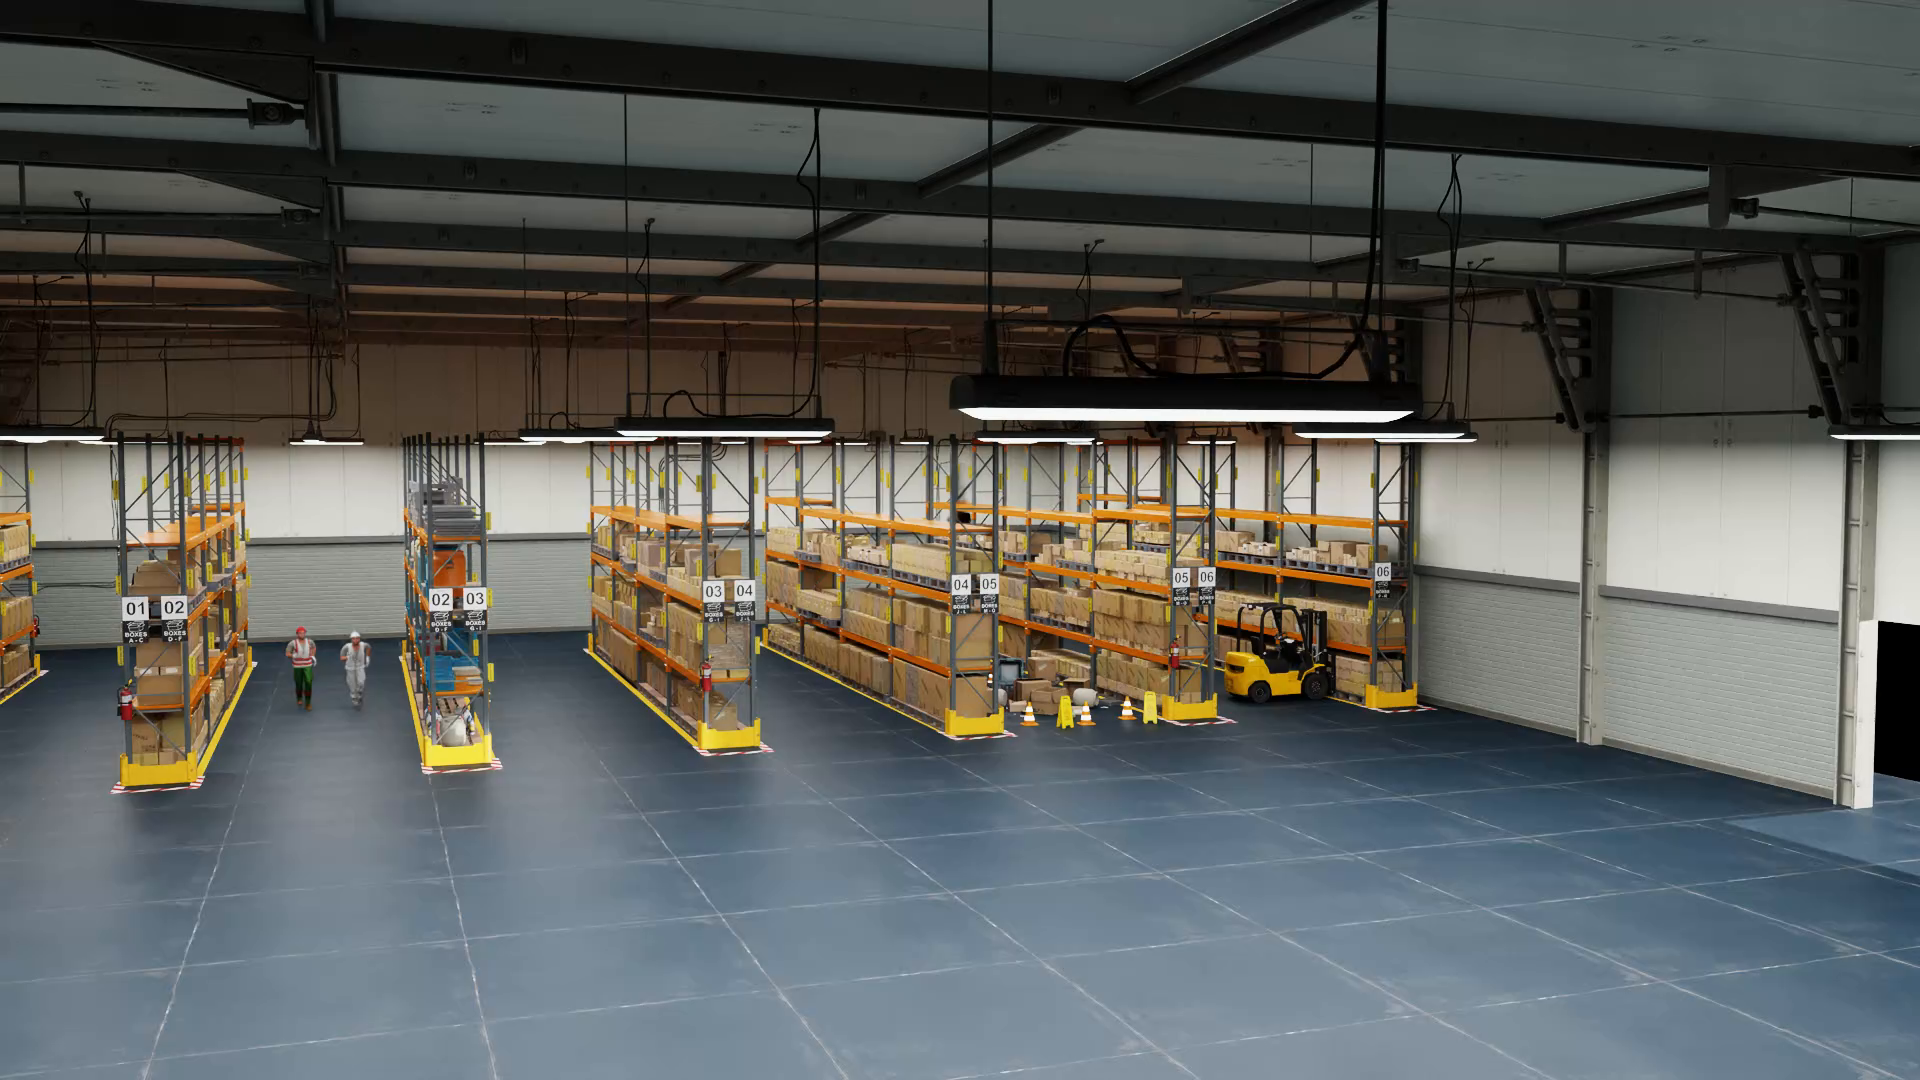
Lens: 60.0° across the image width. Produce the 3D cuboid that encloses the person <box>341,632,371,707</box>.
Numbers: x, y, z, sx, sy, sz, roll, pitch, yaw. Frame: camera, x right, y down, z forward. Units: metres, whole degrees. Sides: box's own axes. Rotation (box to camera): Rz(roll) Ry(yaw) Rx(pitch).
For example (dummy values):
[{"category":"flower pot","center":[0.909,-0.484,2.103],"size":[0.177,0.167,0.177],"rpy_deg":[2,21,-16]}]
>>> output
[{"category":"person","center":[-13.155,2.832,36.228],"size":[0.632,1.698,0.862],"rpy_deg":[-1,3,-21]}]

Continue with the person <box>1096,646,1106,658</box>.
[{"category":"person","center":[3.731,2.493,43.585],"size":[0.619,1.647,0.830],"rpy_deg":[-1,3,-24]}]

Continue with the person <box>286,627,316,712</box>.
[{"category":"person","center":[-14.394,2.804,36.344],"size":[0.640,1.835,0.815],"rpy_deg":[-2,4,-26]}]
